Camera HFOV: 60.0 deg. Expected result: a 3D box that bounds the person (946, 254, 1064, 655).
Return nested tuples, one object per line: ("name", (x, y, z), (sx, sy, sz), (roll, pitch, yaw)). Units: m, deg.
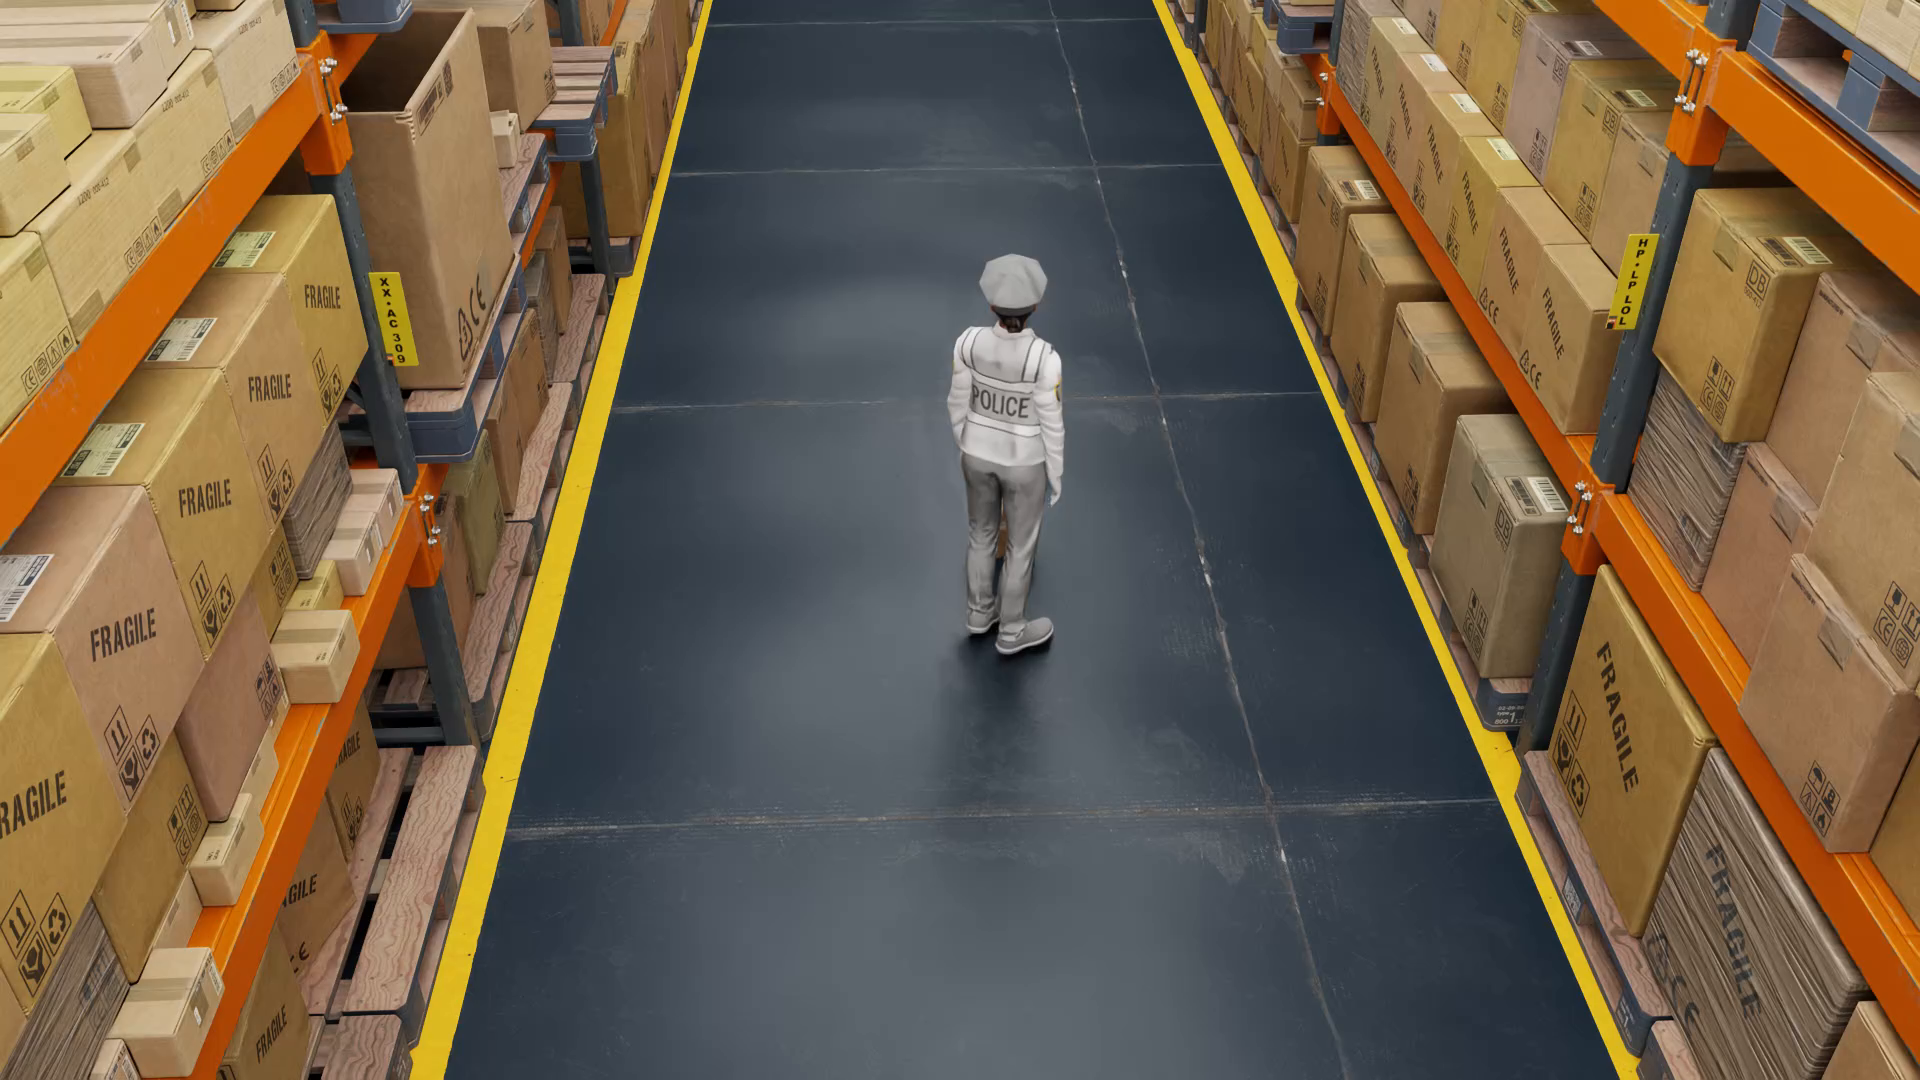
("person", (0.180, -0.315, 6.540), (0.487, 1.702, 0.369), (16, 38, 21))
